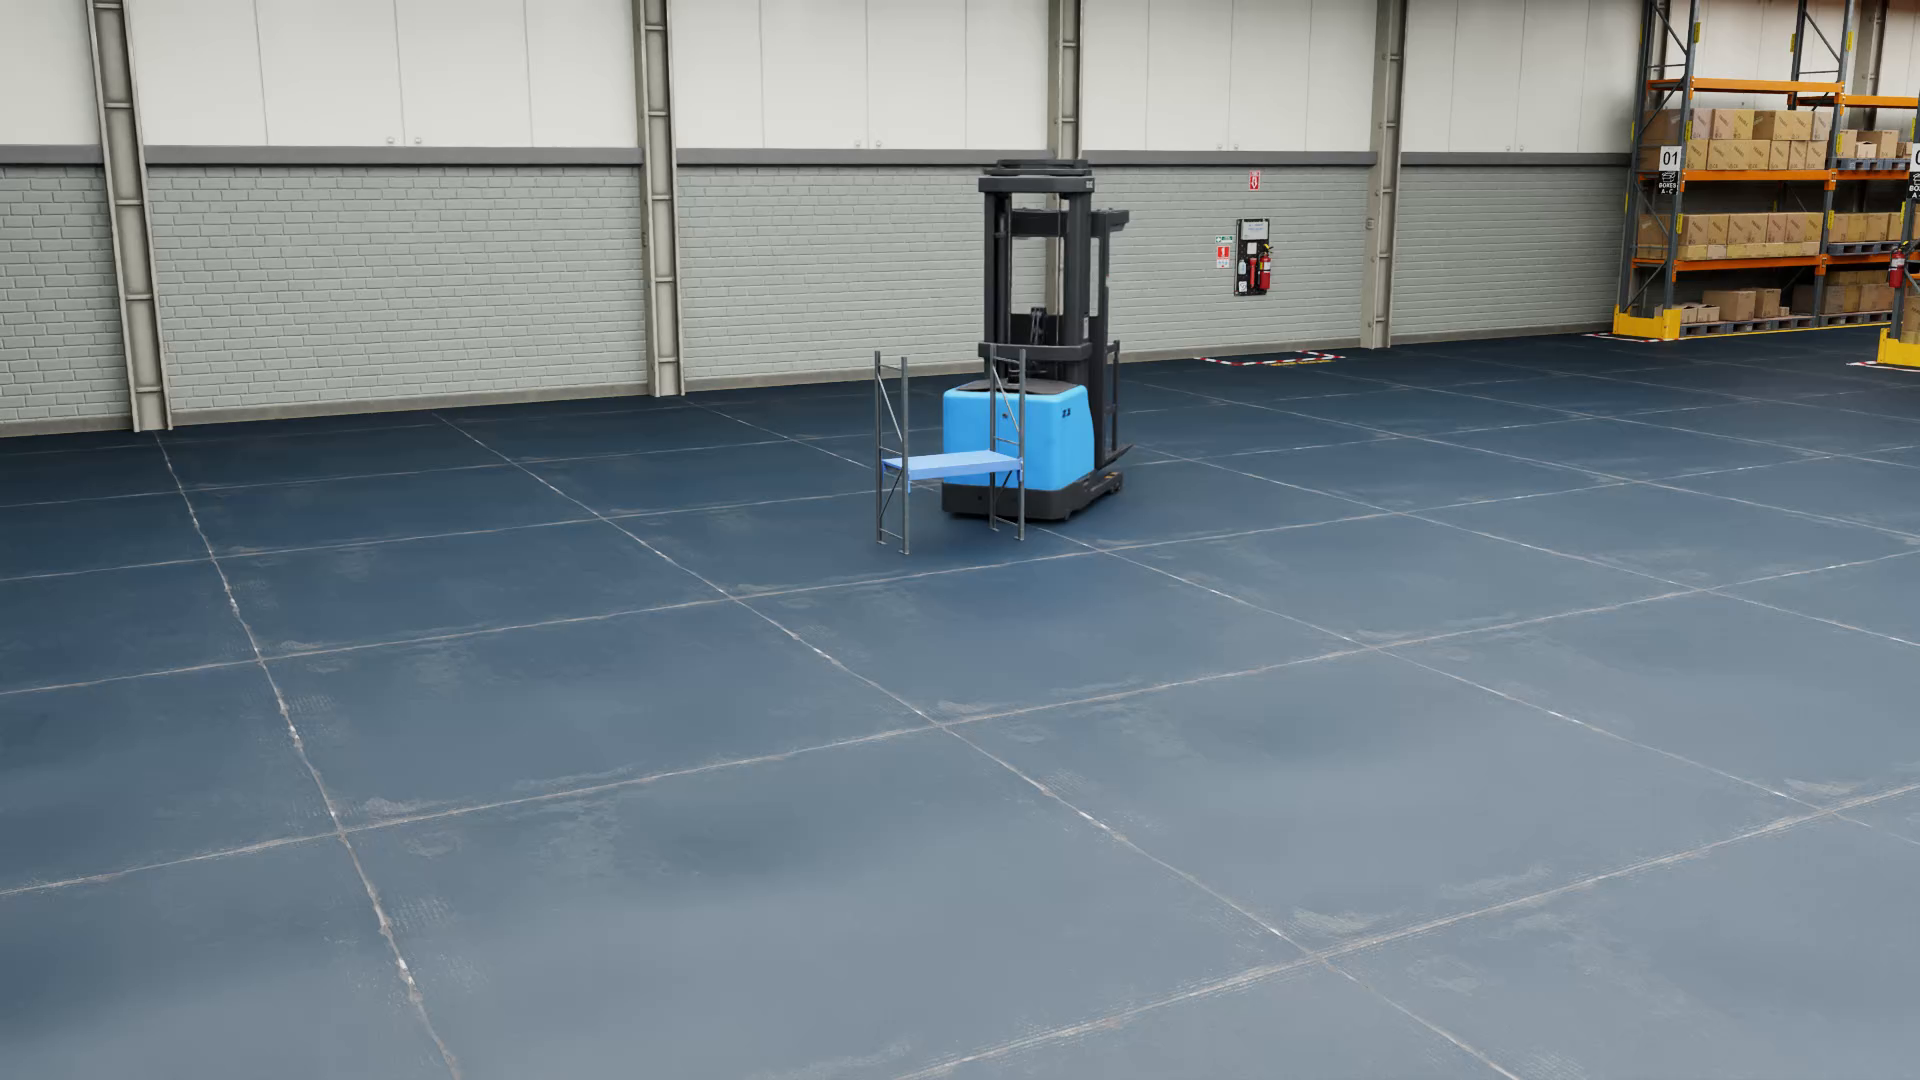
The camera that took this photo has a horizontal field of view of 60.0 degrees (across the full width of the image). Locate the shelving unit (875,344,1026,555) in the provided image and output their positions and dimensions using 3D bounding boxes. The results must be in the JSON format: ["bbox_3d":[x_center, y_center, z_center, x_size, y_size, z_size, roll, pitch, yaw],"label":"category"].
[{"bbox_3d":[-0.075,-0.723,12.905,1.048,1.500,0.538,-7,14,-28],"label":"shelving unit"}]

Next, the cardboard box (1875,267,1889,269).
[{"bbox_3d":[17.698,-5.063,31.758,0.500,0.250,0.500,-7,14,-27],"label":"cardboard box"}]

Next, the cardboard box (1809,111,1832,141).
[{"bbox_3d":[15.015,-7.320,29.419,0.500,0.500,0.500,-8,15,-33],"label":"cardboard box"}]

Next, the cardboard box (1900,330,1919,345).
[{"bbox_3d":[14.519,-3.017,24.987,0.500,0.250,0.500,-7,14,-28],"label":"cardboard box"}]

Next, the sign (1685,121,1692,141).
[{"bbox_3d":[12.074,-6.779,27.578,0.005,0.325,0.100,-7,14,-28],"label":"sign"}]

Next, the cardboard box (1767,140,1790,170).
[{"bbox_3d":[14.081,-6.720,29.031,0.500,0.500,0.500,-7,15,-30],"label":"cardboard box"}]

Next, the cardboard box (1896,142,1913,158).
[{"bbox_3d":[17.653,-7.241,31.338,0.637,0.503,0.797,-5,14,-20],"label":"cardboard box"}]

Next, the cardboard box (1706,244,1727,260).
[{"bbox_3d":[12.843,-4.978,28.694,0.500,0.250,0.500,-7,15,-30],"label":"cardboard box"}]

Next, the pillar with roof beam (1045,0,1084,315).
[{"bbox_3d":[3.543,-6.069,19.581,0.400,9.000,9.100,-7,14,-28],"label":"pillar with roof beam"}]

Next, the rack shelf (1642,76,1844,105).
[{"bbox_3d":[13.569,-7.779,28.824,4.000,0.370,1.077,-7,14,-28],"label":"rack shelf"}]

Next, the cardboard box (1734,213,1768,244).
[{"bbox_3d":[13.719,-5.449,29.076,0.500,0.500,0.500,-6,14,-26],"label":"cardboard box"}]

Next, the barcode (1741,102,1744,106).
[{"bbox_3d":[13.898,-7.742,29.518,0.075,0.075,0.001,-7,14,-28],"label":"barcode"}]

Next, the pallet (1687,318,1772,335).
[{"bbox_3d":[13.680,-3.848,29.726,1.213,0.211,1.003,-7,14,-28],"label":"pallet"}]

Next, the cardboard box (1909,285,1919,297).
[{"bbox_3d":[18.228,-4.745,32.053,0.500,0.500,0.700,-7,14,-27],"label":"cardboard box"}]

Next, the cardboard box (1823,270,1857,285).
[{"bbox_3d":[16.347,-4.903,31.049,0.500,0.250,0.500,-7,15,-29],"label":"cardboard box"}]

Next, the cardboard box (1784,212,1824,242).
[{"bbox_3d":[15.058,-5.608,29.784,0.500,0.500,0.500,-7,14,-28],"label":"cardboard box"}]

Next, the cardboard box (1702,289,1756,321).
[{"bbox_3d":[13.632,-4.172,29.507,0.500,0.500,0.700,-8,15,-31],"label":"cardboard box"}]

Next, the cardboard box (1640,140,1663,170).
[{"bbox_3d":[12.058,-6.609,28.538,0.500,0.500,0.500,-6,14,-24],"label":"cardboard box"}]

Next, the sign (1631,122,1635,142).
[{"bbox_3d":[11.565,-6.998,28.526,0.005,0.325,0.100,-7,14,-28],"label":"sign"}]

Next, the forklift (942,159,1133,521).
[{"bbox_3d":[0.842,-1.870,14.741,1.130,2.935,3.031,5,14,20],"label":"forklift"}]

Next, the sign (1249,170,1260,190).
[{"bbox_3d":[4.505,-5.500,25.436,0.199,0.298,0.001,-7,14,-28],"label":"sign"}]

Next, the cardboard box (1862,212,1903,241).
[{"bbox_3d":[17.345,-5.912,31.319,0.500,0.500,0.700,-7,14,-28],"label":"cardboard box"}]

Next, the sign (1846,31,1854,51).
[{"bbox_3d":[15.568,-8.729,29.095,0.005,0.325,0.100,-7,14,-28],"label":"sign"}]

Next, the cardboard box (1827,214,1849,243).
[{"bbox_3d":[15.787,-5.725,30.487,0.500,0.500,0.700,-7,14,-28],"label":"cardboard box"}]

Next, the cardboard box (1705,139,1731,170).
[{"bbox_3d":[12.715,-6.553,28.288,0.500,0.500,0.500,-6,14,-24],"label":"cardboard box"}]

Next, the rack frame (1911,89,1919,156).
[{"bbox_3d":[14.190,-6.967,23.569,0.127,3.000,1.000,-7,14,-28],"label":"rack frame"}]

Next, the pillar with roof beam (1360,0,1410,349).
[{"bbox_3d":[8.810,-6.700,22.386,0.400,9.000,9.100,-7,14,-28],"label":"pillar with roof beam"}]

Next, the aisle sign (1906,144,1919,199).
[{"bbox_3d":[13.992,-5.358,24.163,0.004,0.787,0.394,-7,14,-28],"label":"aisle sign"}]

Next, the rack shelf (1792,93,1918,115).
[{"bbox_3d":[17.080,-8.006,30.737,4.000,0.370,1.077,-7,14,-28],"label":"rack shelf"}]

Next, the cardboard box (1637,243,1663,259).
[{"bbox_3d":[12.131,-5.017,28.867,0.500,0.250,0.500,-7,14,-27],"label":"cardboard box"}]

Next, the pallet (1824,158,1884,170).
[{"bbox_3d":[15.917,-6.831,30.227,1.003,0.211,1.213,-7,14,-28],"label":"pallet"}]

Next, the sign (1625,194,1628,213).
[{"bbox_3d":[11.565,-5.822,28.791,0.005,0.325,0.100,-7,14,-28],"label":"sign"}]

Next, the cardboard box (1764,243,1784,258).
[{"bbox_3d":[14.178,-5.136,29.397,0.500,0.250,0.500,-7,14,-28],"label":"cardboard box"}]

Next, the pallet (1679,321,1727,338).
[{"bbox_3d":[12.610,-3.720,29.159,1.213,0.211,1.003,-7,14,-28],"label":"pallet"}]

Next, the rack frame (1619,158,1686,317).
[{"bbox_3d":[11.813,-4.994,28.468,0.127,3.000,1.000,-7,14,-28],"label":"rack frame"}]

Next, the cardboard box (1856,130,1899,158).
[{"bbox_3d":[16.925,-7.304,30.715,0.500,0.500,0.500,-7,15,-30],"label":"cardboard box"}]

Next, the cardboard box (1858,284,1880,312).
[{"bbox_3d":[16.859,-4.601,31.411,0.500,0.500,0.700,-7,14,-27],"label":"cardboard box"}]

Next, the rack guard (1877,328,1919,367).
[{"bbox_3d":[14.169,-2.818,24.491,0.348,0.500,1.175,-7,14,-28],"label":"rack guard"}]

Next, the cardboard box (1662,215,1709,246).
[{"bbox_3d":[12.376,-5.289,28.366,0.500,0.500,0.500,-7,14,-28],"label":"cardboard box"}]

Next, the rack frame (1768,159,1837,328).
[{"bbox_3d":[15.324,-5.415,30.338,0.127,3.000,1.000,-7,14,-28],"label":"rack frame"}]

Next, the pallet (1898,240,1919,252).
[{"bbox_3d":[18.261,-5.647,31.804,1.003,0.211,1.213,-7,14,-28],"label":"pallet"}]

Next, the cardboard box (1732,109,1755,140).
[{"bbox_3d":[13.177,-7.097,28.428,0.500,0.500,0.500,-6,14,-26],"label":"cardboard box"}]

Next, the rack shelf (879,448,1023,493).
[{"bbox_3d":[-0.075,-0.547,12.944,1.000,0.185,0.538,-7,14,-28],"label":"rack shelf"}]
